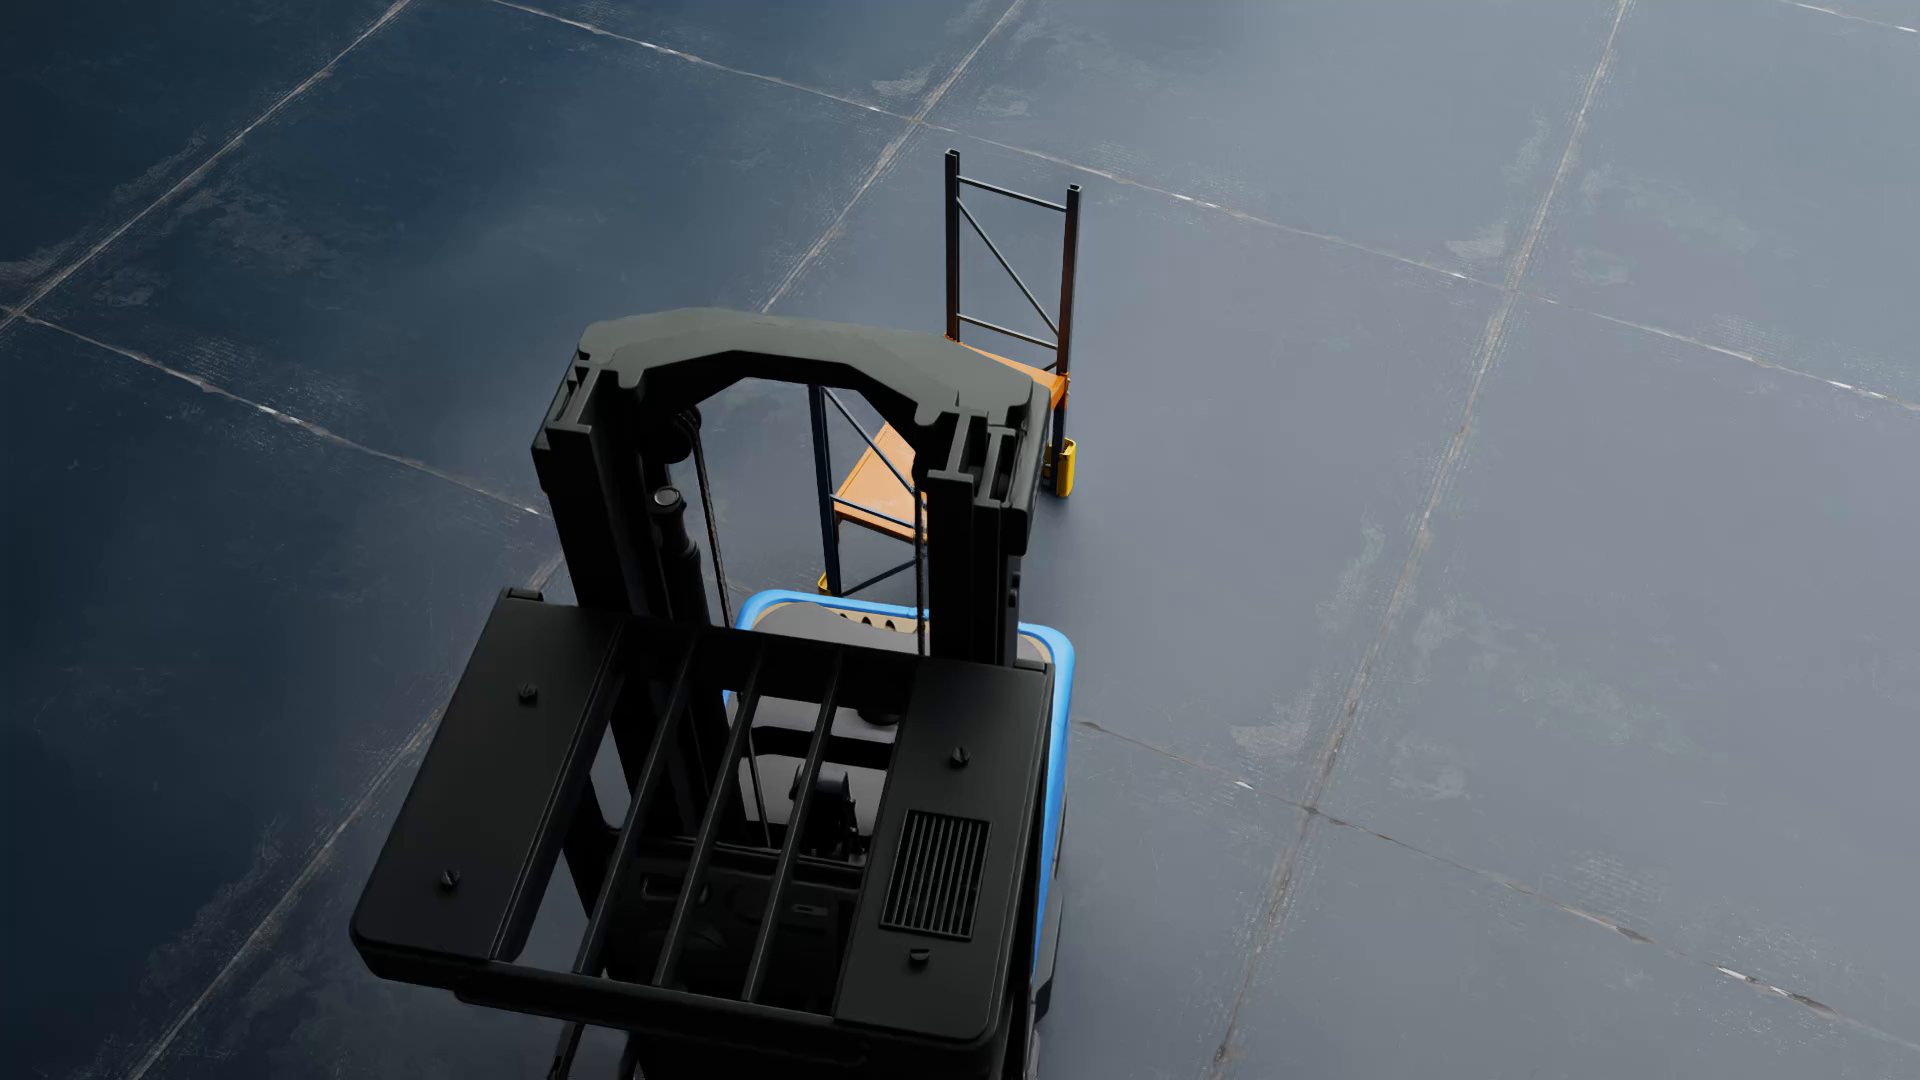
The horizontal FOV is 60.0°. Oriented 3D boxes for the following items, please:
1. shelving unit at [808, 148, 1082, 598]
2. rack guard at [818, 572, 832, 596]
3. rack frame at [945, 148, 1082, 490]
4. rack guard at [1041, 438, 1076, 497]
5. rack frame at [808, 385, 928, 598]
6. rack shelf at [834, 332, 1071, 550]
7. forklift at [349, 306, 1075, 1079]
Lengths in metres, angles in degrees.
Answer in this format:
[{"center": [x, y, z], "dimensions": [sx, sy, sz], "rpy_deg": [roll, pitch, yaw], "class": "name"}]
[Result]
[{"center": [-0.033, -0.434, 5.949], "dimensions": [0.587, 1.500, 1.083], "rpy_deg": [20, 52, 16], "class": "shelving unit"}, {"center": [-0.245, 0.314, 6.133], "dimensions": [0.587, 0.250, 0.087], "rpy_deg": [20, 52, 16], "class": "rack guard"}, {"center": [0.181, -0.777, 6.242], "dimensions": [0.500, 1.500, 0.032], "rpy_deg": [20, 52, 16], "class": "rack frame"}, {"center": [0.180, -0.371, 6.717], "dimensions": [0.587, 0.250, 0.087], "rpy_deg": [20, 52, 16], "class": "rack guard"}, {"center": [-0.254, -0.077, 5.646], "dimensions": [0.500, 1.500, 0.032], "rpy_deg": [20, 52, 16], "class": "rack frame"}, {"center": [-0.036, -0.311, 6.081], "dimensions": [0.538, 0.185, 1.000], "rpy_deg": [20, 52, 16], "class": "rack shelf"}, {"center": [-0.406, 1.055, 3.743], "dimensions": [1.130, 2.935, 3.031], "rpy_deg": [8, 50, 6], "class": "forklift"}]
